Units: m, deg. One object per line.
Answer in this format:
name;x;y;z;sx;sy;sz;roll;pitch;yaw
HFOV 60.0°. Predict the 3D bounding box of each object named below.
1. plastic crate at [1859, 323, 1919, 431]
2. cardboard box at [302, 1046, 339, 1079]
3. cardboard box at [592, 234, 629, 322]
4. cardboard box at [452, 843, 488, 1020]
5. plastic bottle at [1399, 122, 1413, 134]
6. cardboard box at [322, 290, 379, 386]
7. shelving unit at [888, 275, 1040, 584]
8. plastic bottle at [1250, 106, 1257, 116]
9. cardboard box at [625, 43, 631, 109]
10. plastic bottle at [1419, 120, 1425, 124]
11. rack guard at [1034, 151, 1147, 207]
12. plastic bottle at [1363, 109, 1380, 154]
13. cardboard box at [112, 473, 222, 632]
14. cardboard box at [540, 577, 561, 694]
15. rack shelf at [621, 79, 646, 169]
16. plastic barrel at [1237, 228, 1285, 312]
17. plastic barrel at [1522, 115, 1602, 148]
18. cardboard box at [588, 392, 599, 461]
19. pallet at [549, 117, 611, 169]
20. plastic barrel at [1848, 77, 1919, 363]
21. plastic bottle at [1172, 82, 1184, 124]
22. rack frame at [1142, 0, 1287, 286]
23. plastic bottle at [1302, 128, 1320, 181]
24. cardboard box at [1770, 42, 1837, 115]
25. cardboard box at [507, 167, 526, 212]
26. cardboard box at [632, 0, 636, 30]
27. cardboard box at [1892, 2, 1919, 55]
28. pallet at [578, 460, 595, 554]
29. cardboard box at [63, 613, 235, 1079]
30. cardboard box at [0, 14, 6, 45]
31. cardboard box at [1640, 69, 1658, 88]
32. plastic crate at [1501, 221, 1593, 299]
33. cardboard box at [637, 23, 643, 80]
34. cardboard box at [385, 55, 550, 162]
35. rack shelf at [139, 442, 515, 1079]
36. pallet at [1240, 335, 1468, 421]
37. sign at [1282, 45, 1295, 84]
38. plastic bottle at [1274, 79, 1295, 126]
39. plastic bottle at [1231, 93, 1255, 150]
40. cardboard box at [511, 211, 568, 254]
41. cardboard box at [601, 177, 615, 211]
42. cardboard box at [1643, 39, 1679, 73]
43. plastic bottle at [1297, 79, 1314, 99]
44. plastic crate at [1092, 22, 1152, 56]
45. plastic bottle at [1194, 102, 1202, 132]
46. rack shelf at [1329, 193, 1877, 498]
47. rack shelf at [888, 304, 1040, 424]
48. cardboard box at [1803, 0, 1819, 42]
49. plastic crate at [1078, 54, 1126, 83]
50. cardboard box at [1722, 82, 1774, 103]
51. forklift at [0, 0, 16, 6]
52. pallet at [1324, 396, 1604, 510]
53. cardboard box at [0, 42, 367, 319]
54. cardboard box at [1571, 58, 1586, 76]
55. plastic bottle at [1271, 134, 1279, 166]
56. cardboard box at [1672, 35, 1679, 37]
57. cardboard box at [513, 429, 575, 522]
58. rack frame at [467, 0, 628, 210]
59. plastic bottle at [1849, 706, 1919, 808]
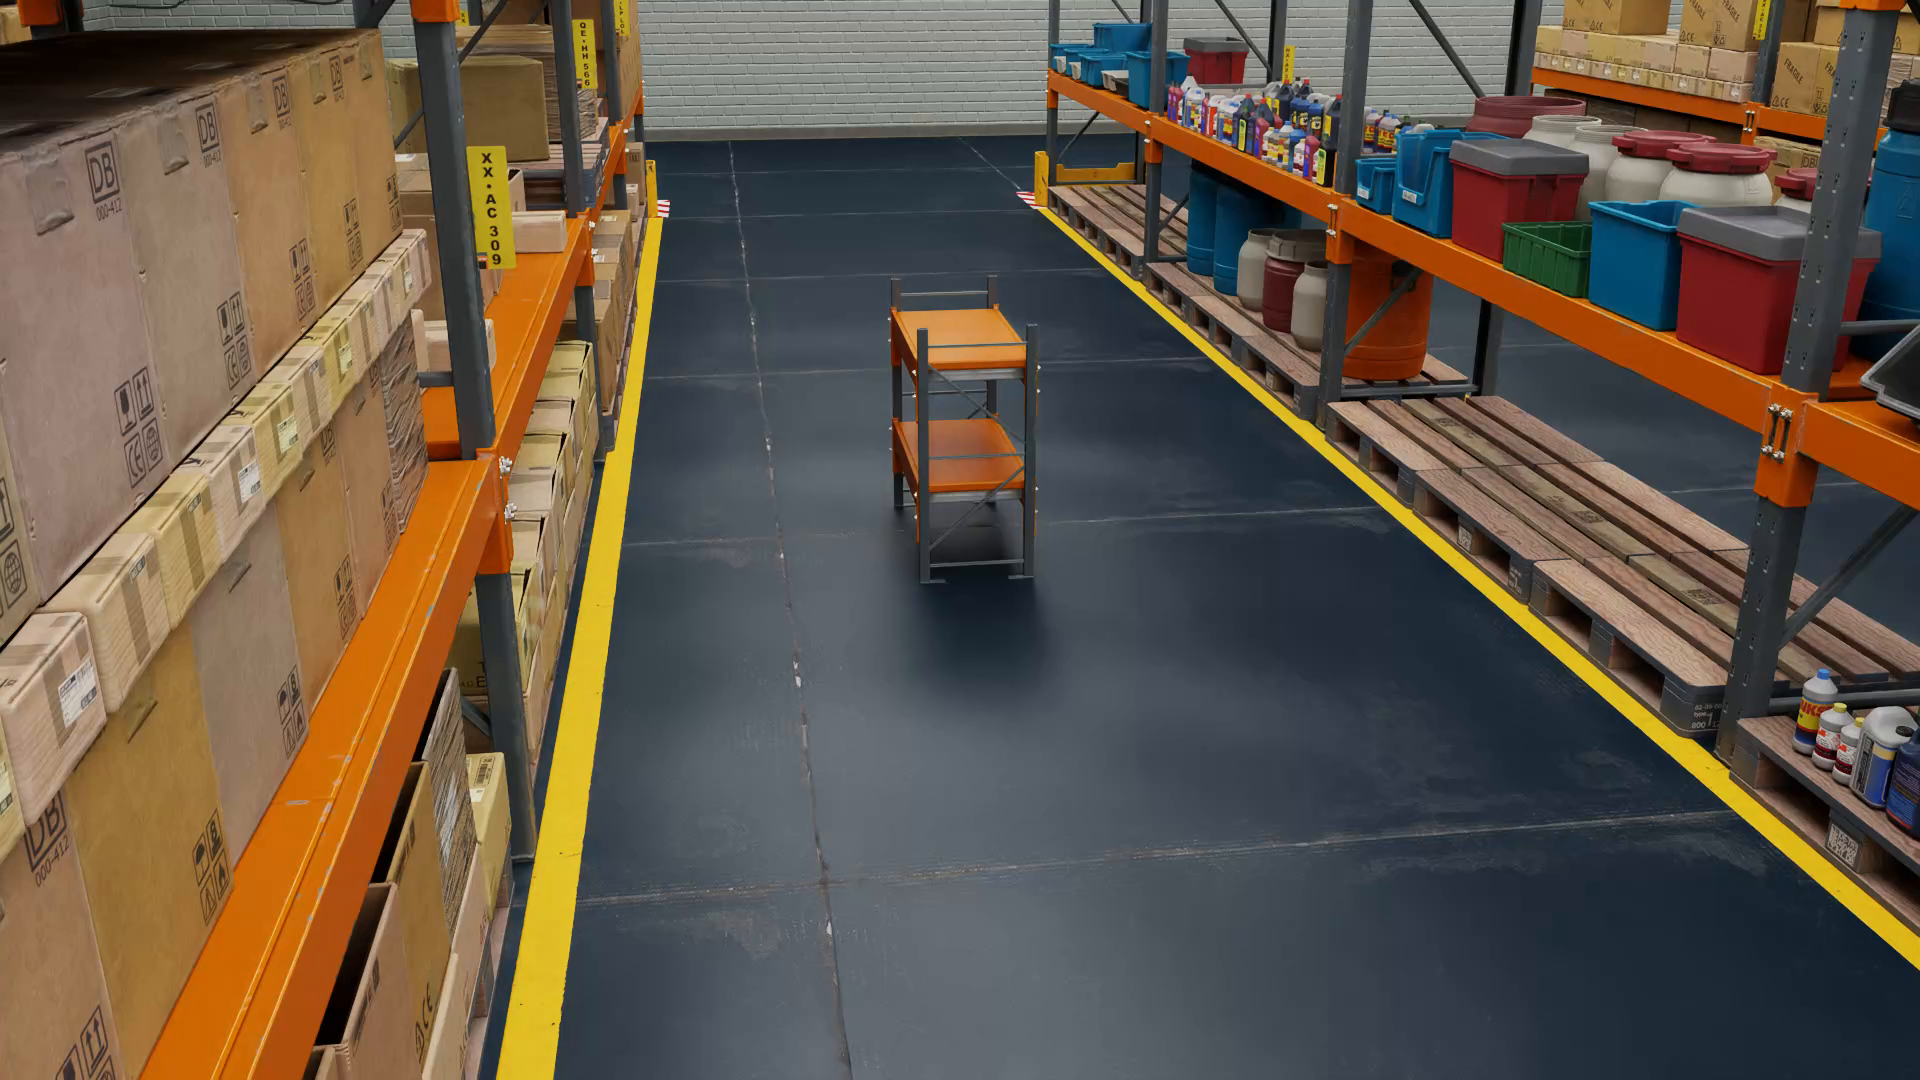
plastic crate;3.047;-0.450;4.724;0.767;0.338;0.504;-3;21;-8
cardboard box;-1.245;1.164;2.570;0.500;0.500;0.500;-3;21;-8
cardboard box;-2.469;-1.722;10.983;0.500;0.500;0.500;-3;21;-7
cardboard box;-1.460;0.996;4.092;0.500;0.250;0.500;-3;21;-8
plastic bottle;2.661;-2.357;9.922;0.097;0.271;0.097;0;20;0
cardboard box;-1.441;-0.419;3.480;0.380;0.149;0.250;-3;21;-8
shelving unit;-0.001;-0.529;7.526;0.538;1.125;1.048;-3;21;-8
plastic bottle;1.889;-2.625;10.624;0.061;0.283;0.133;-3;21;-8
cardboard box;-2.839;-3.603;12.932;0.500;0.500;0.500;-3;21;-7
plastic bottle;2.737;-2.372;9.948;0.061;0.283;0.133;-3;21;-8
rack guard;1.351;-3.659;16.797;1.175;0.500;0.348;-3;21;-8
plastic bottle;2.622;-2.599;10.572;0.097;0.271;0.097;0;20;0
cardboard box;-1.260;0.023;2.297;0.380;0.149;0.250;-3;21;-8
cardboard box;-1.691;0.344;5.839;0.500;0.250;0.500;-2;21;-6
rack shelf;-3.247;-3.544;13.946;1.077;0.370;4.000;-3;21;-8
plastic barrel;2.100;-1.834;11.294;0.421;0.512;0.421;0;20;0
plastic barrel;2.880;-1.759;7.979;0.421;0.512;0.421;0;20;0
cardboard box;-2.065;-0.542;8.211;0.500;0.250;0.500;-2;21;-6
pallet;-2.667;-2.387;10.093;1.003;0.211;1.213;-3;21;-8
plastic barrel;3.341;-1.051;5.526;0.600;0.901;0.708;-3;21;-8
plastic bottle;1.594;-3.188;12.130;0.061;0.283;0.133;-3;21;-8
rack frame;1.944;-3.437;12.631;1.000;3.000;0.127;-3;21;-8
plastic bottle;2.007;-2.196;9.475;0.061;0.283;0.133;-3;21;-8
cardboard box;6.664;-3.562;12.822;0.500;0.500;0.500;-3;21;-8
cardboard box;-2.373;-1.634;7.930;0.500;0.311;0.500;-2;21;-4
cardboard box;-3.046;-4.594;14.158;0.500;0.500;0.500;-2;21;-6
cardboard box;7.033;-3.745;11.878;0.797;0.503;0.637;-3;21;-7
pallet;-2.302;-0.210;7.977;1.003;0.211;1.213;-3;21;-8
cardboard box;-1.430;0.403;2.206;0.700;0.500;0.500;-3;21;-7
cardboard box;-8.136;-3.771;13.097;0.980;0.700;0.700;-4;21;-10
cardboard box;6.291;-4.103;14.774;0.380;0.149;0.250;-3;21;-9
plastic crate;2.567;-1.157;6.829;0.450;0.188;0.662;-3;21;-8
cardboard box;-3.201;-4.479;15.278;0.500;0.500;0.500;-2;21;-6
cardboard box;-2.584;-2.259;8.735;0.700;0.500;0.500;-10;23;-26
rack shelf;-1.517;0.611;2.822;1.077;0.370;4.000;-3;21;-8
pallet;2.365;-1.017;10.136;1.003;0.211;1.213;-3;21;-8
sign;2.488;-3.594;12.655;0.100;0.325;0.005;-3;21;-8
plastic bottle;2.284;-3.041;11.641;0.144;0.351;0.185;-3;21;-8
plastic bottle;1.848;-2.711;10.757;0.144;0.351;0.185;-3;21;-8
cardboard box;-1.979;-1.388;7.505;0.380;0.149;0.250;-3;21;-8
cardboard box;-3.234;-2.875;14.066;0.797;0.503;0.637;-3;21;-8
cardboard box;6.371;-4.251;14.601;0.500;0.250;0.500;-2;21;-7
plastic bottle;2.427;-3.048;11.661;0.144;0.351;0.185;-3;21;-8
plastic crate;1.600;-4.760;16.037;0.616;0.435;0.499;-3;21;-8
plastic bottle;1.690;-2.962;11.645;0.097;0.201;0.097;0;20;0
rack shelf;2.809;-1.023;7.195;1.077;0.370;4.000;-3;21;-8
rack shelf;-0.001;-0.803;7.423;0.538;0.278;1.000;-3;21;-8
cardboard box;7.029;-4.286;13.622;0.500;0.500;0.500;-3;21;-8
plastic crate;1.267;-4.214;14.864;0.416;0.233;0.300;-3;21;-8
cardboard box;6.477;-3.658;13.582;0.380;0.149;0.250;-3;21;-7
forklift;-4.952;-1.610;7.838;1.130;2.935;3.031;-4;21;-9
pallet;2.594;-0.476;8.688;1.003;0.211;1.213;-3;21;-8
cardboard box;-1.661;-0.745;3.426;0.700;0.500;0.500;-3;21;-8
cardboard box;6.107;-4.547;15.962;0.380;0.149;0.250;-3;21;-9
plastic bottle;1.938;-2.367;10.050;0.097;0.201;0.097;0;20;0
cardboard box;6.826;-4.454;15.145;0.500;0.250;0.500;-3;21;-8
cardboard box;-1.841;-0.278;6.701;0.500;0.311;0.500;-2;21;-6
rack frame;-2.958;-3.188;11.966;1.000;3.000;0.127;-3;21;-8
plastic bottle;2.783;0.646;4.964;0.152;0.276;0.135;-2;21;-6
